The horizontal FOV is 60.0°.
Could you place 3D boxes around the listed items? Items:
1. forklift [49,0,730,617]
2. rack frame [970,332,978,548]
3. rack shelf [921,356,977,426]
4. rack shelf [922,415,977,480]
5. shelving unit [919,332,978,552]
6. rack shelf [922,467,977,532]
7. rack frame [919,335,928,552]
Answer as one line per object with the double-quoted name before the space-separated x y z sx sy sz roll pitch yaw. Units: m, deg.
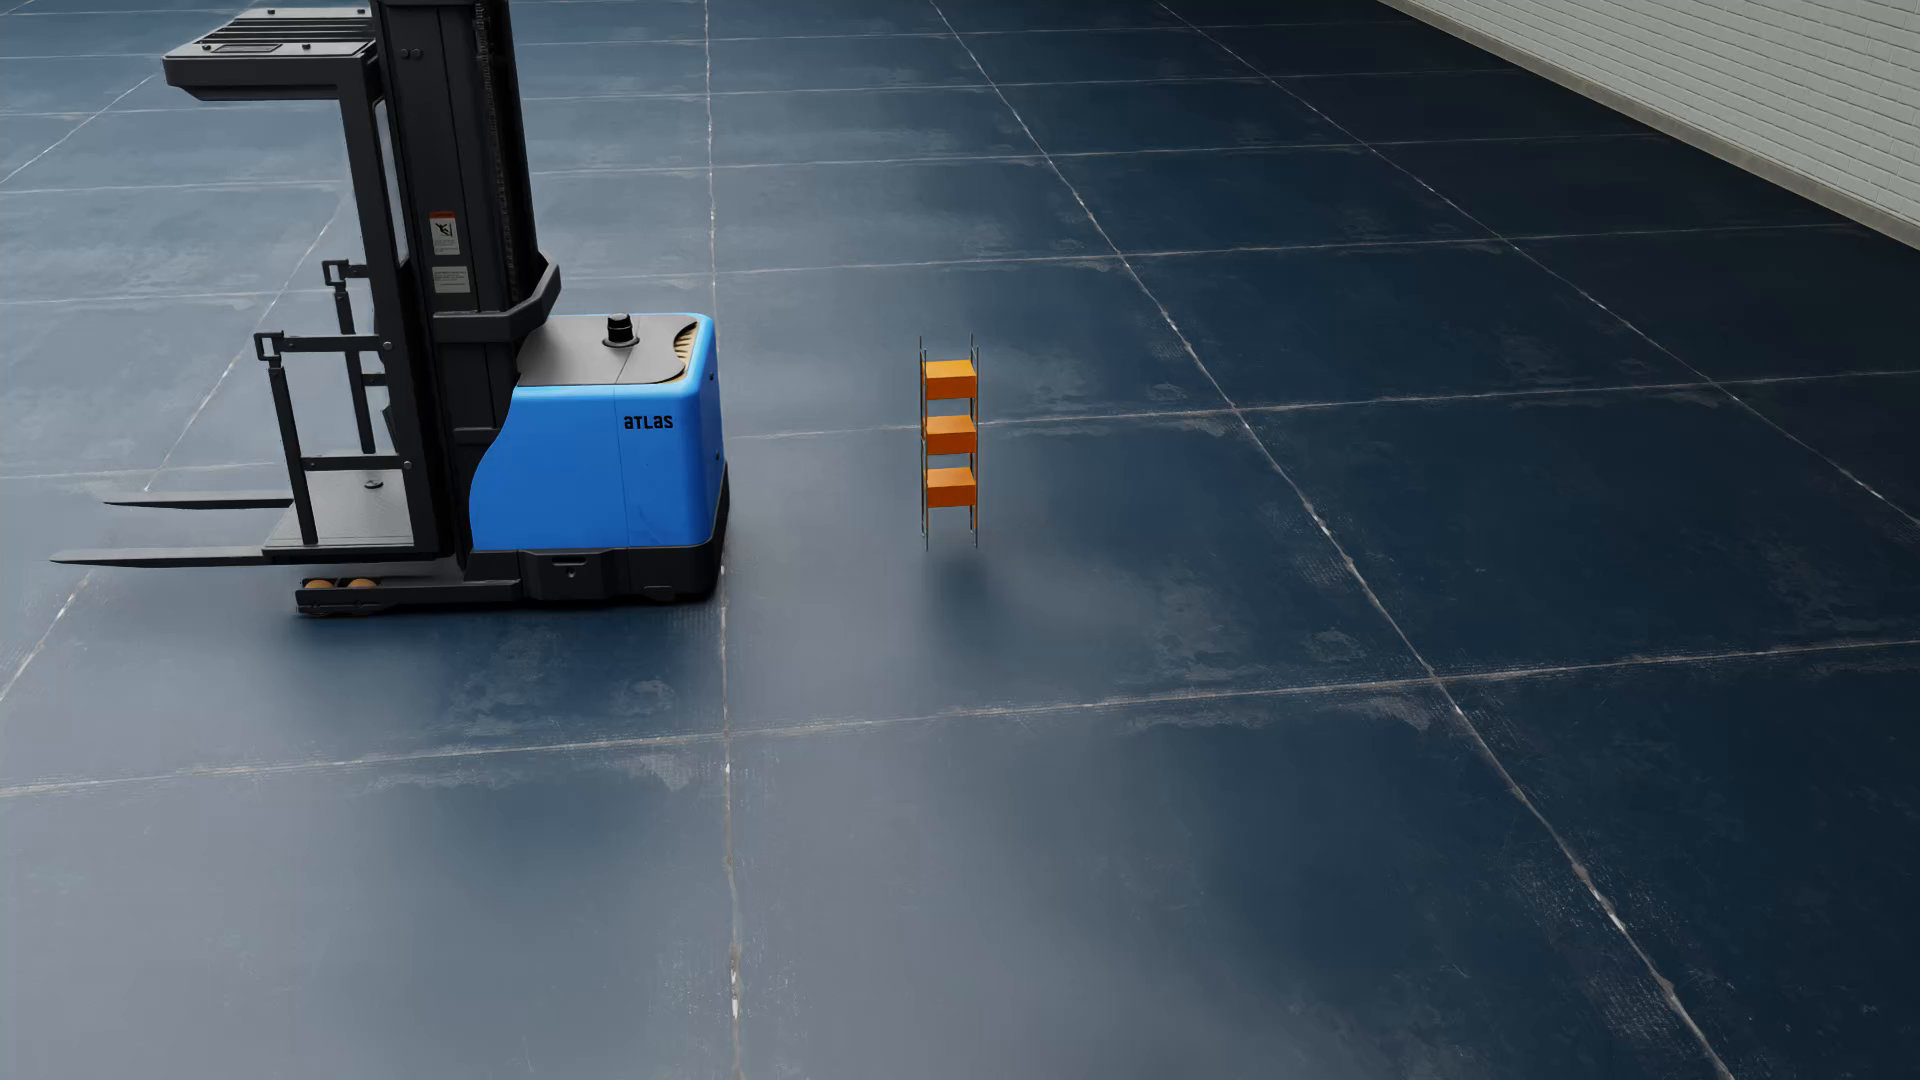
"forklift" -2.663 -1.202 7.382 3.031 2.935 1.130 -1 27 -3
"rack frame" 0.068 -0.471 8.019 0.008 1.050 0.200 -4 27 -7
"rack shelf" -0.053 -0.707 7.879 0.240 0.259 0.215 -4 27 -7
"rack shelf" -0.053 -0.454 8.009 0.240 0.259 0.215 -4 27 -7
"shelving unit" -0.053 -0.464 8.004 0.252 1.050 0.215 -4 27 -7
"rack shelf" -0.053 -0.207 8.135 0.240 0.259 0.215 -4 27 -7
"rack frame" -0.174 -0.456 7.989 0.008 1.050 0.200 -4 27 -7
